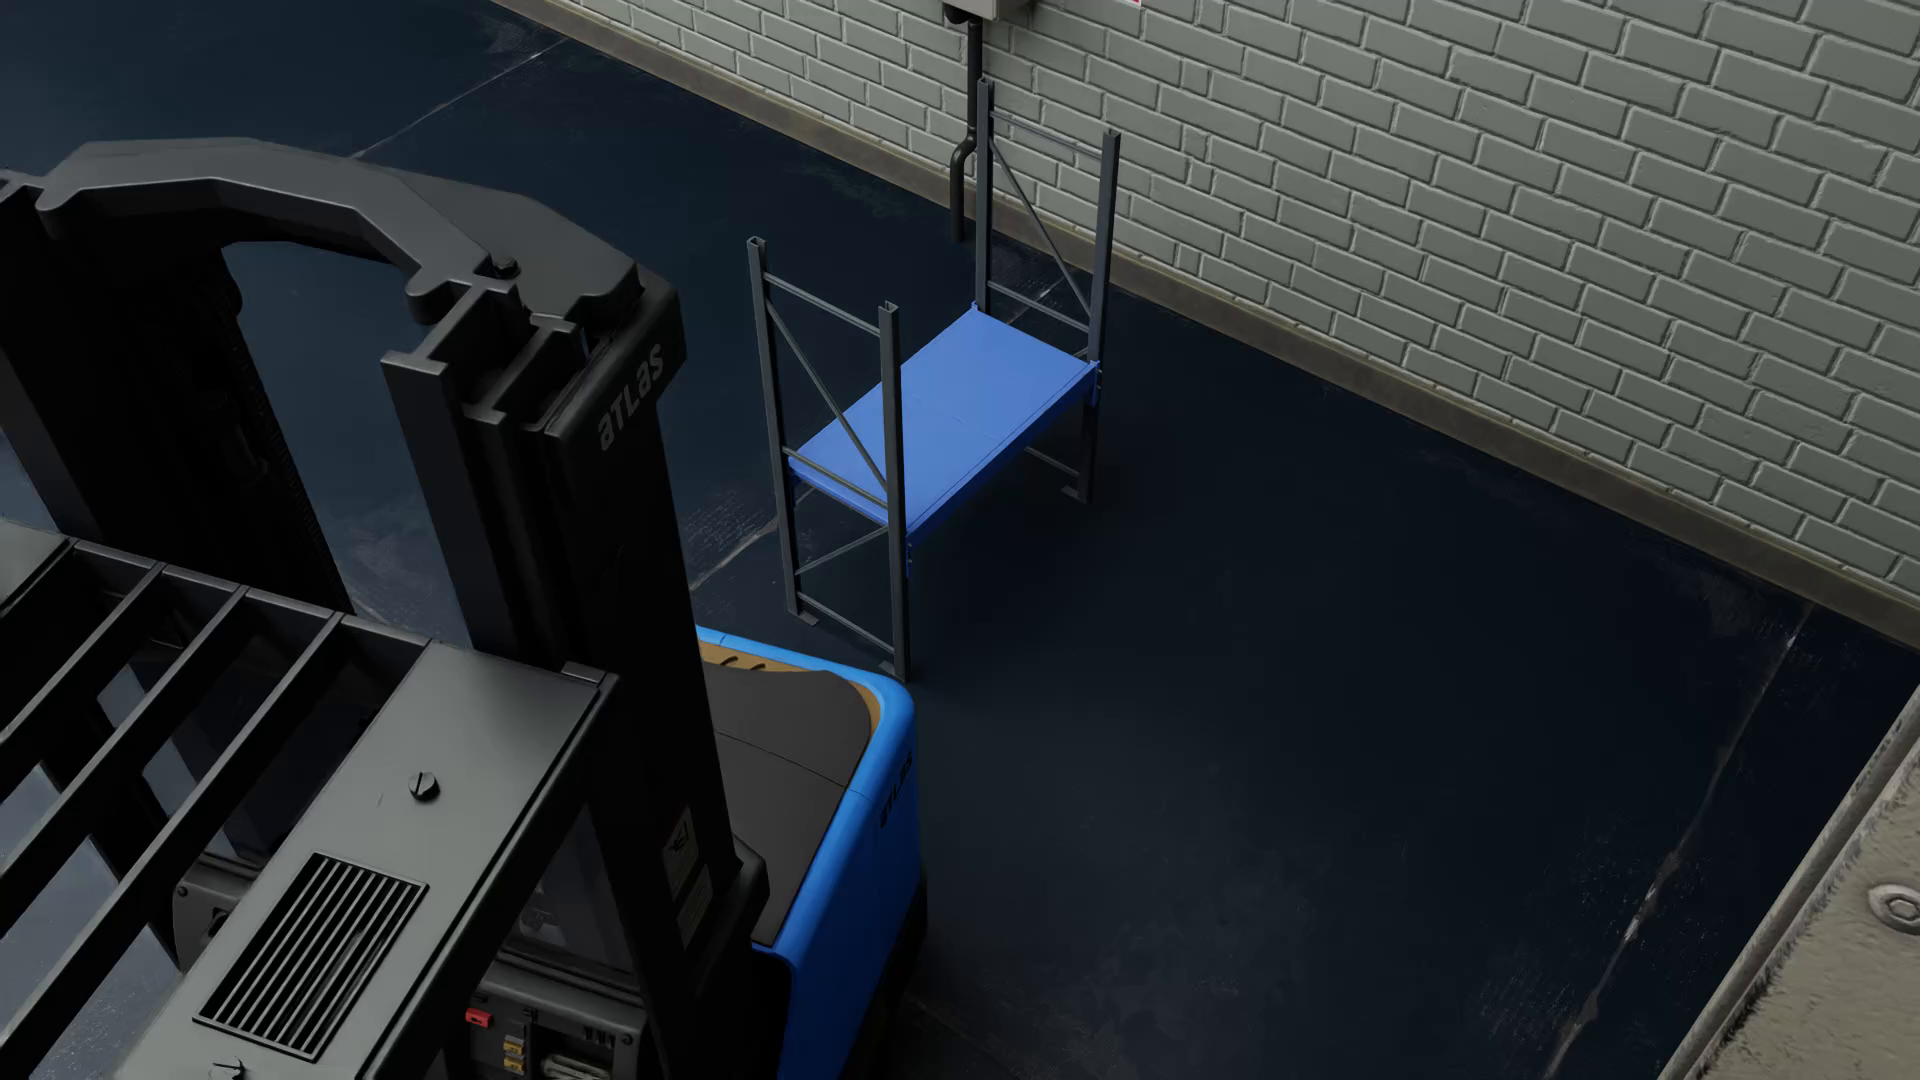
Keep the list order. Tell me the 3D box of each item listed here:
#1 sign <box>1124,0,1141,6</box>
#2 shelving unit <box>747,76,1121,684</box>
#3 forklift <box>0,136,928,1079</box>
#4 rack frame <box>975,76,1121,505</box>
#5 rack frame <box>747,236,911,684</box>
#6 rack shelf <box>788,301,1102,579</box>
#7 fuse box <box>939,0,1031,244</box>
[{"bbox_3d":[0.510,-2.131,5.777,0.329,0.494,0.001,29,53,25],"label":"sign"},{"bbox_3d":[-0.052,-0.469,5.161,0.538,1.500,1.048,29,53,25],"label":"shelving unit"},{"bbox_3d":[-1.048,0.967,2.800,1.130,2.935,3.031,14,48,13],"label":"forklift"},{"bbox_3d":[0.259,-0.760,5.439,0.500,1.500,0.032,29,53,25],"label":"rack frame"},{"bbox_3d":[-0.363,-0.178,4.883,0.500,1.500,0.032,29,53,25],"label":"rack frame"},{"bbox_3d":[-0.052,-0.345,5.291,0.538,0.185,1.000,29,53,25],"label":"rack shelf"},{"bbox_3d":[-0.007,-1.819,6.304,0.539,1.711,0.414,29,53,25],"label":"fuse box"}]
